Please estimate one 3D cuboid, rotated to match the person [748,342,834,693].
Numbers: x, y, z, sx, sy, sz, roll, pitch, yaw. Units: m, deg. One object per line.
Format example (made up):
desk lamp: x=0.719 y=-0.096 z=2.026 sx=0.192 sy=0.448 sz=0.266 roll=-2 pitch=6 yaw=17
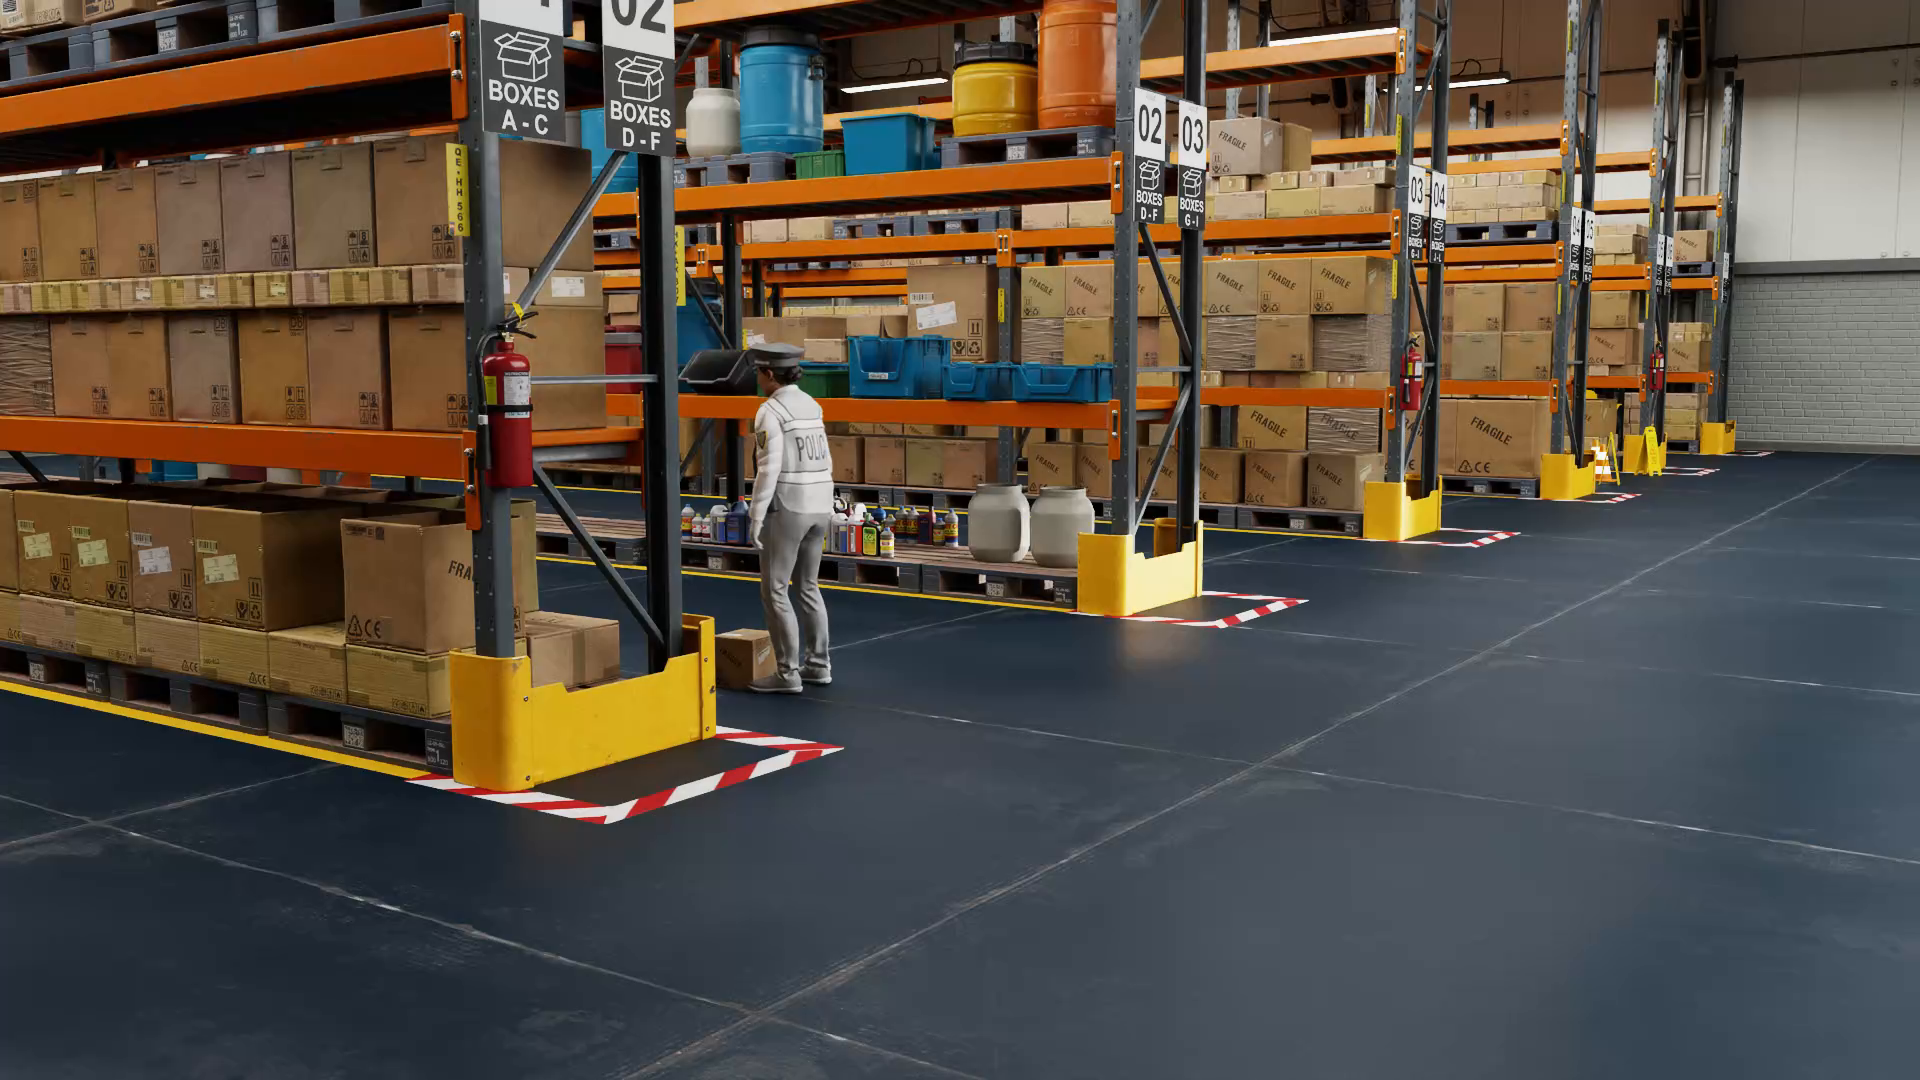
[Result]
person: x=-0.812 y=-0.108 z=7.951 sx=0.373 sy=1.664 sz=0.528 roll=4 pitch=8 yaw=31
